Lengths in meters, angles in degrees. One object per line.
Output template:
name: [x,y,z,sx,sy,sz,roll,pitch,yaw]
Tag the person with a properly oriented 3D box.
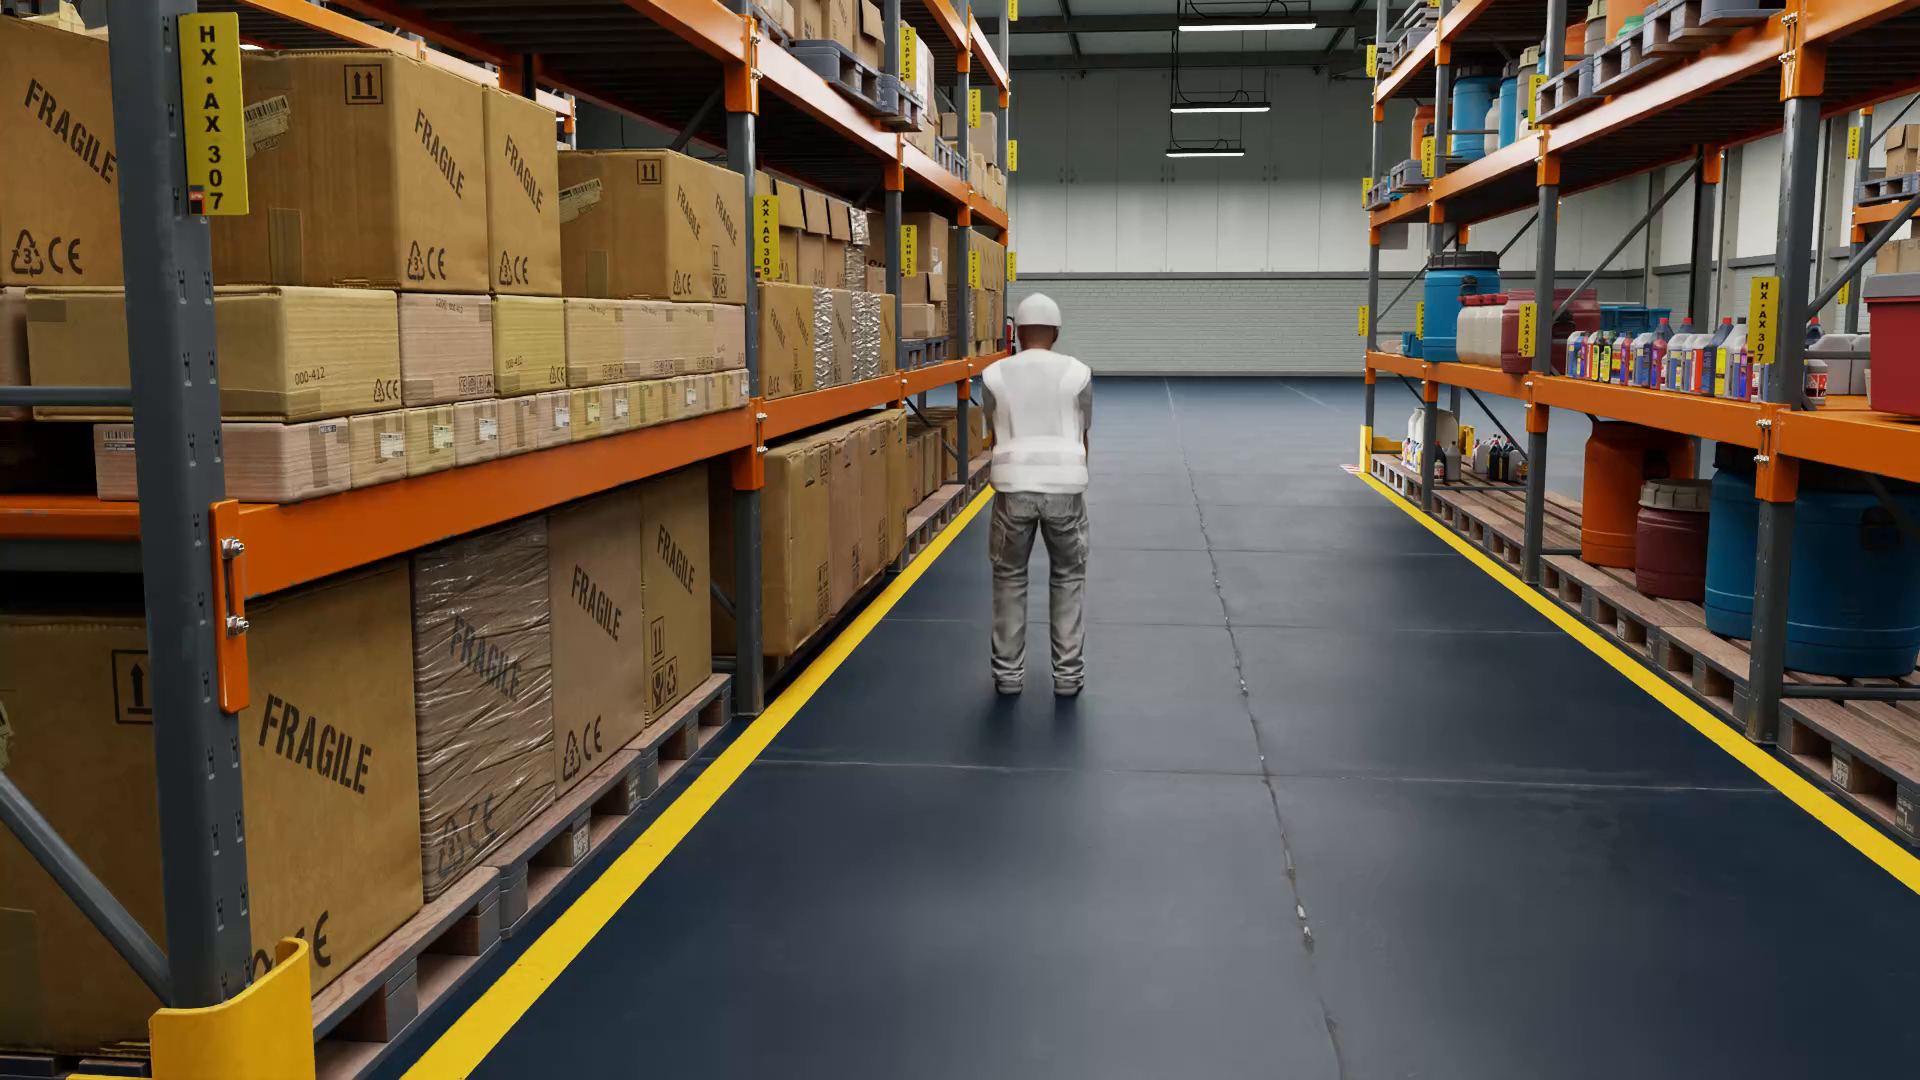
person: [0.342,-0.213,7.413,0.487,1.761,0.604,1,8,5]
